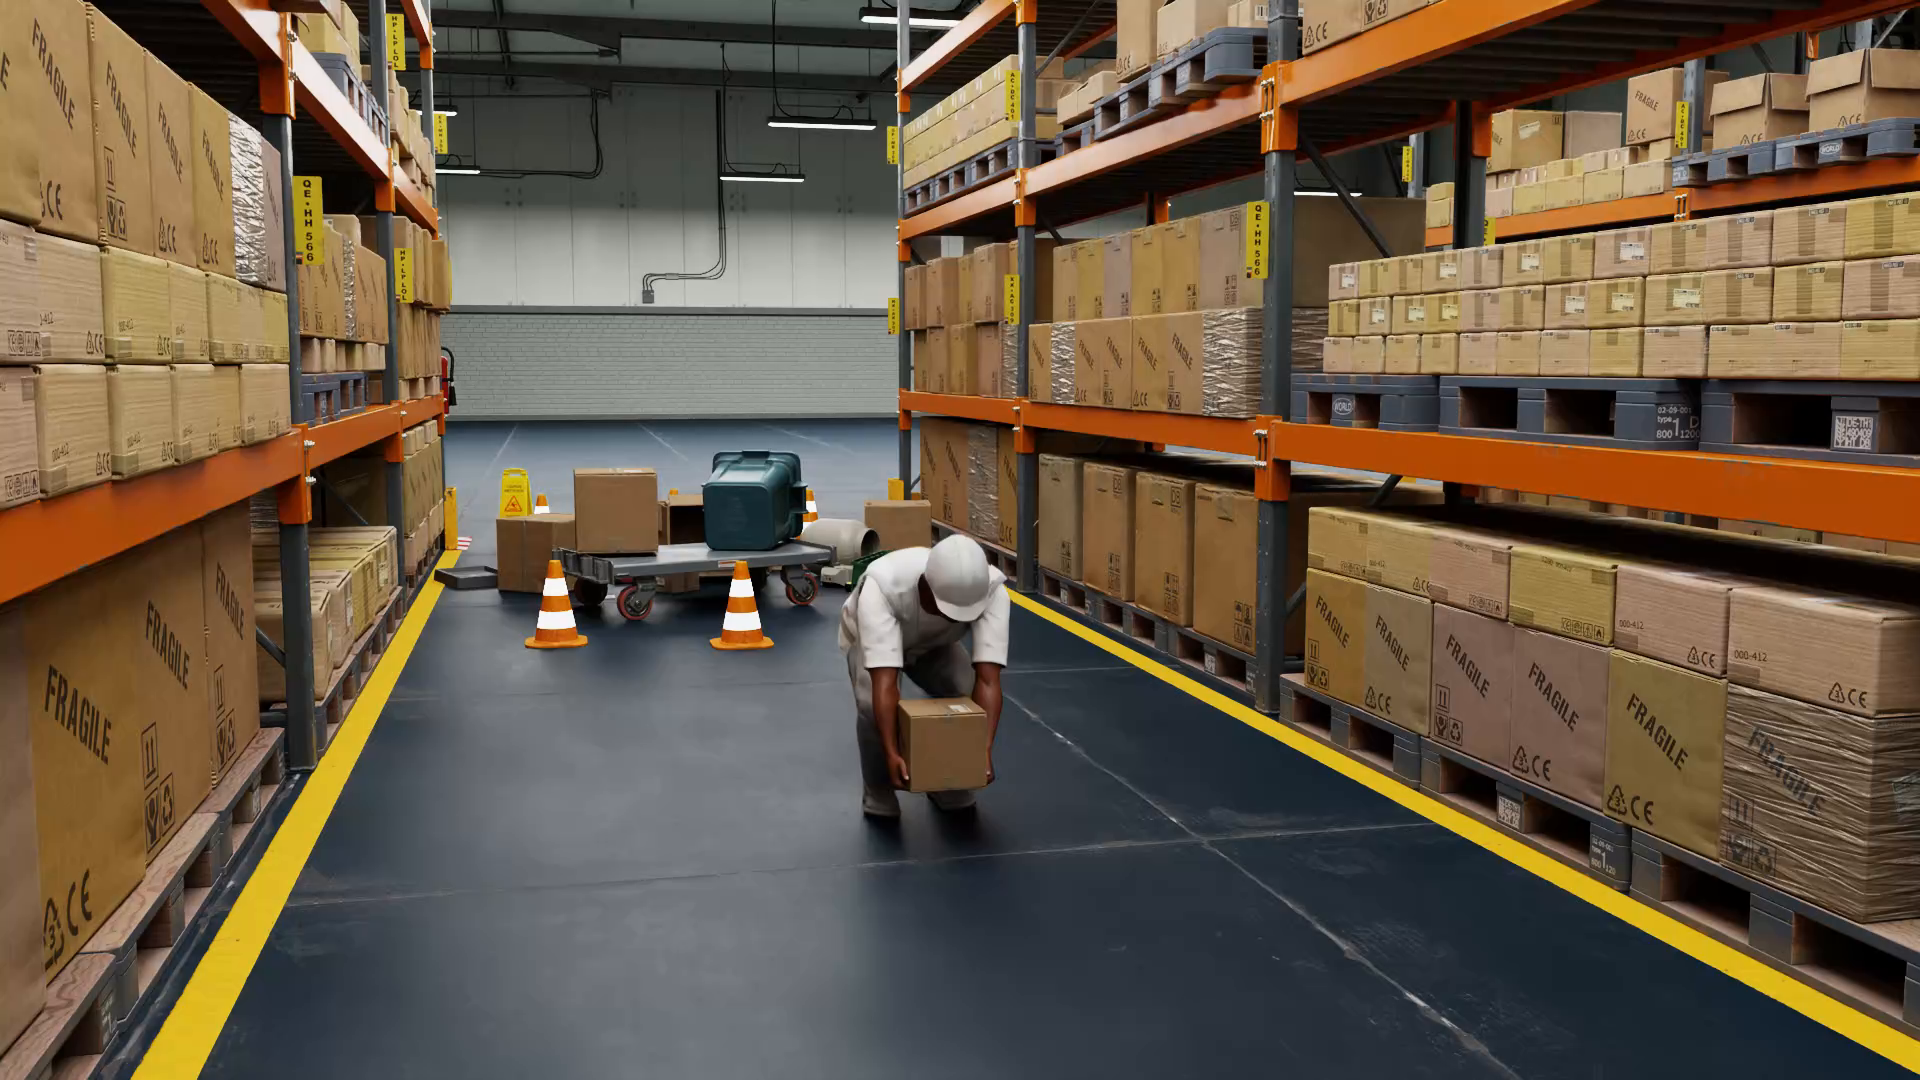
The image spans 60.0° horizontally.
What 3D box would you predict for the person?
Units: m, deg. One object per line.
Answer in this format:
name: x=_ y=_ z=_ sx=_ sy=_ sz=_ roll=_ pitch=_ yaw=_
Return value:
person: x=-0.113 y=0.451 z=5.691 sx=0.533 sy=1.014 sz=0.916 roll=-2 pitch=6 yaw=-15
